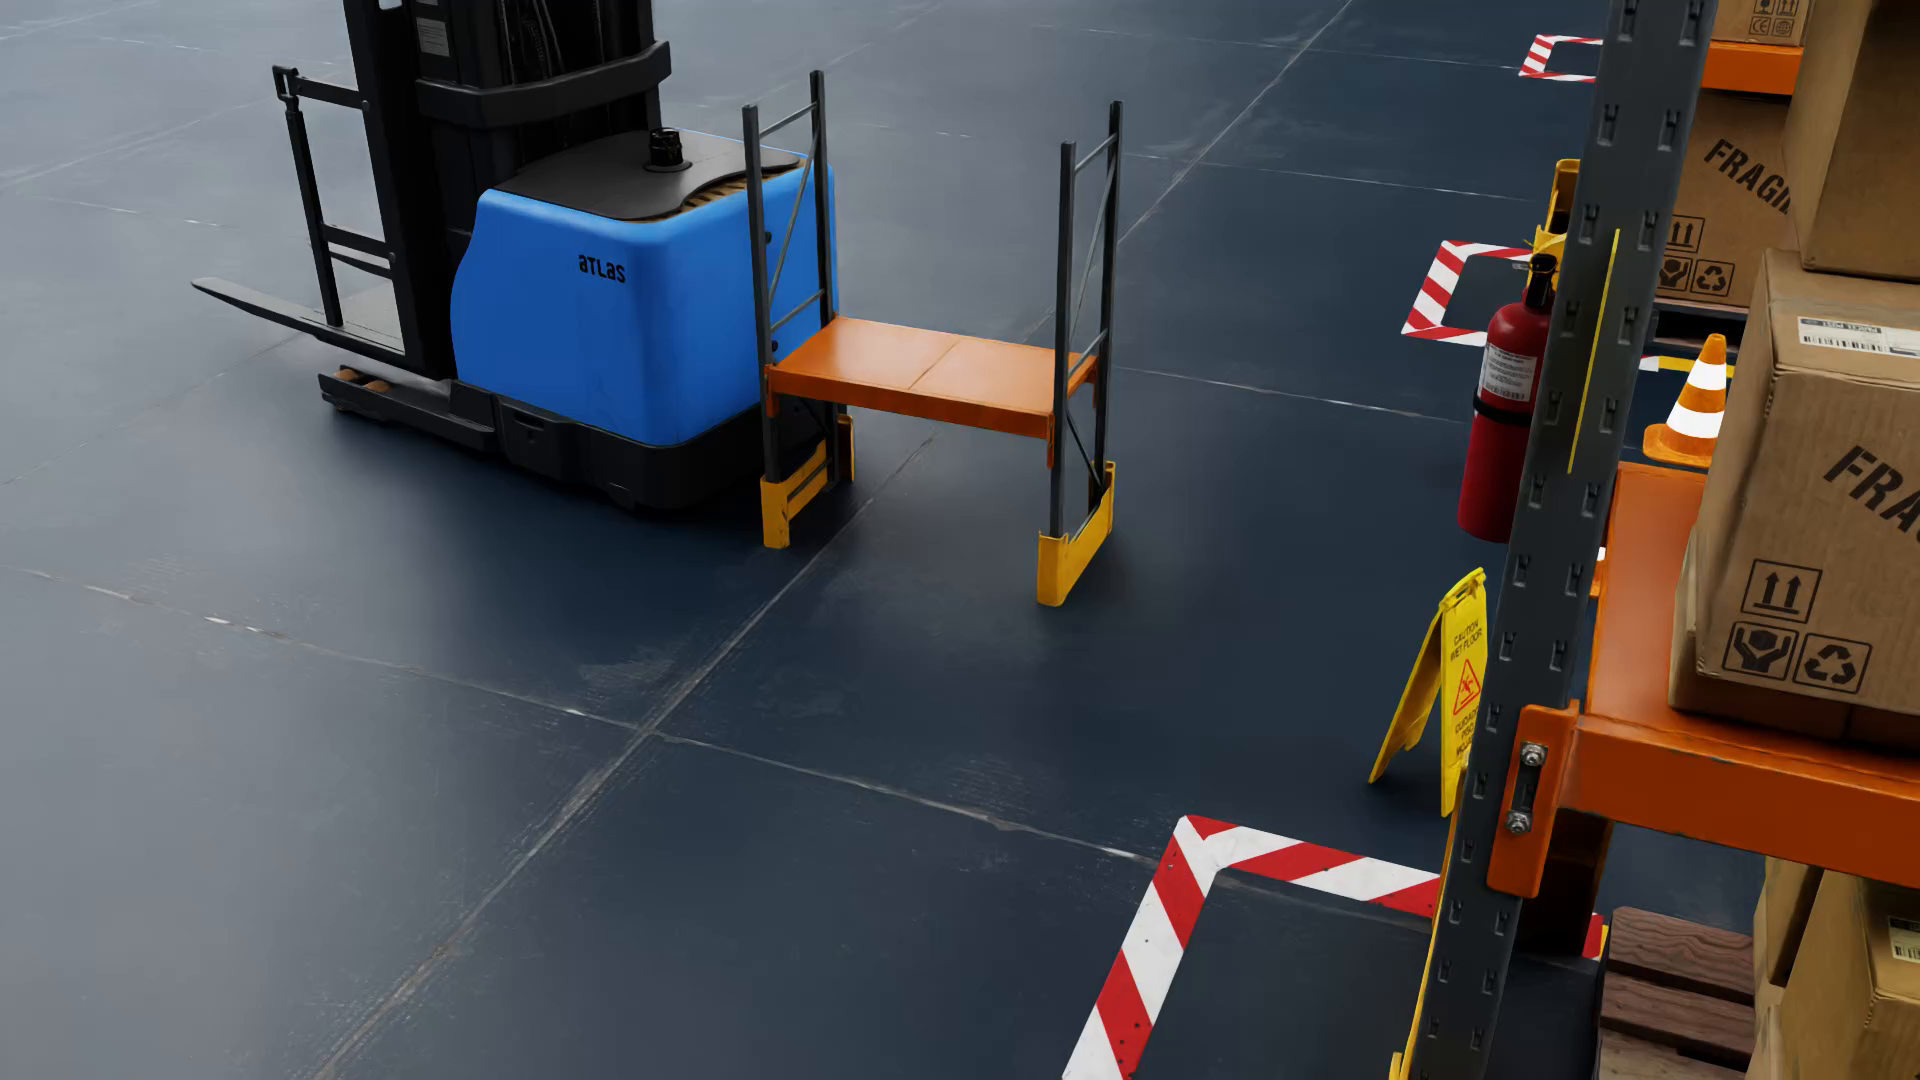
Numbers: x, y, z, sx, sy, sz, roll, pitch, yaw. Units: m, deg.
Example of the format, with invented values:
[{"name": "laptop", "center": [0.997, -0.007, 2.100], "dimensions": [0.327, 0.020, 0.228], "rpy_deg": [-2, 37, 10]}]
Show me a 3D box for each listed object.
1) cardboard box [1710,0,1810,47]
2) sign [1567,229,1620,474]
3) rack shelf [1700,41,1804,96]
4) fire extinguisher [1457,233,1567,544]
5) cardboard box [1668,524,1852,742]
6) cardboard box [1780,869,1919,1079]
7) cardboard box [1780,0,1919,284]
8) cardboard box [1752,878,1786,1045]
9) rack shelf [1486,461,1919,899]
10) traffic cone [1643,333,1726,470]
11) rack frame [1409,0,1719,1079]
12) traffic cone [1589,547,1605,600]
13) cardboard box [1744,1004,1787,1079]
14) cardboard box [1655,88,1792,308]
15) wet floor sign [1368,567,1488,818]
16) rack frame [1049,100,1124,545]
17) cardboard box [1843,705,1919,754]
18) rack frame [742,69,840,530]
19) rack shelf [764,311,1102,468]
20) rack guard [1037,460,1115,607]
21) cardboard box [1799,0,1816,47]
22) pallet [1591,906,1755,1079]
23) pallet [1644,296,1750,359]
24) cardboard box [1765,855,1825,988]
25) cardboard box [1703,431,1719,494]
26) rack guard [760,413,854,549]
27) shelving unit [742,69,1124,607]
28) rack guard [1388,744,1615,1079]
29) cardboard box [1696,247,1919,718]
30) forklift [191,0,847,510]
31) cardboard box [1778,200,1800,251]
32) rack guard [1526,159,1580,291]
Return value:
[{"name": "cardboard box", "center": [3.198, -2.419, 6.829], "dimensions": [0.550, 0.550, 0.875], "rpy_deg": [11, 31, 19]}, {"name": "sign", "center": [0.866, -0.256, 2.274], "dimensions": [0.005, 0.325, 0.100], "rpy_deg": [11, 31, 19]}, {"name": "rack shelf", "center": [4.690, -1.719, 6.473], "dimensions": [4.000, 0.370, 1.077], "rpy_deg": [11, 31, 19]}, {"name": "fire extinguisher", "center": [1.137, -0.324, 3.353], "dimensions": [0.183, 0.674, 0.296], "rpy_deg": [11, 31, 19]}, {"name": "cardboard box", "center": [1.307, 0.141, 2.708], "dimensions": [0.250, 0.149, 0.380], "rpy_deg": [11, 31, 19]}, {"name": "cardboard box", "center": [1.735, 0.841, 2.819], "dimensions": [0.500, 0.500, 0.500], "rpy_deg": [10, 31, 17]}, {"name": "cardboard box", "center": [1.625, -0.739, 2.590], "dimensions": [0.500, 0.500, 0.700], "rpy_deg": [11, 31, 18]}, {"name": "cardboard box", "center": [1.942, 0.919, 3.443], "dimensions": [0.500, 0.250, 0.500], "rpy_deg": [11, 31, 19]}, {"name": "rack shelf", "center": [2.923, 0.557, 2.447], "dimensions": [4.000, 0.370, 1.077], "rpy_deg": [11, 31, 19]}, {"name": "traffic cone", "center": [2.795, -0.552, 6.256], "dimensions": [0.334, 0.463, 0.336], "rpy_deg": [11, 31, 19]}, {"name": "rack frame", "center": [1.070, -0.126, 2.925], "dimensions": [0.127, 3.000, 1.000], "rpy_deg": [11, 31, 19]}, {"name": "traffic cone", "center": [2.055, -0.099, 5.455], "dimensions": [0.334, 0.463, 0.336], "rpy_deg": [11, 31, 19]}, {"name": "cardboard box", "center": [1.713, 1.163, 3.011], "dimensions": [0.500, 0.250, 0.500], "rpy_deg": [11, 31, 19]}, {"name": "cardboard box", "center": [3.490, -1.564, 7.202], "dimensions": [0.875, 0.875, 0.875], "rpy_deg": [11, 31, 19]}, {"name": "wet floor sign", "center": [1.296, 0.376, 4.429], "dimensions": [0.232, 0.644, 0.267], "rpy_deg": [24, 37, 36]}, {"name": "rack frame", "center": [0.392, -0.575, 5.242], "dimensions": [0.032, 1.500, 0.500], "rpy_deg": [11, 31, 19]}, {"name": "cardboard box", "center": [1.546, 0.181, 2.637], "dimensions": [0.250, 0.149, 0.380], "rpy_deg": [12, 32, 20]}, {"name": "rack frame", "center": [-0.550, -0.763, 5.575], "dimensions": [0.032, 1.500, 0.500], "rpy_deg": [11, 31, 19]}, {"name": "rack shelf", "center": [-0.079, -0.512, 5.497], "dimensions": [1.000, 0.185, 0.538], "rpy_deg": [11, 31, 19]}, {"name": "rack guard", "center": [0.391, -0.031, 5.550], "dimensions": [0.087, 0.250, 0.587], "rpy_deg": [11, 31, 19]}, {"name": "cardboard box", "center": [3.716, -2.327, 6.667], "dimensions": [0.550, 0.550, 0.875], "rpy_deg": [11, 31, 19]}, {"name": "pallet", "center": [1.880, 1.268, 3.292], "dimensions": [1.213, 0.211, 1.003], "rpy_deg": [11, 31, 19]}, {"name": "pallet", "center": [3.607, -1.076, 7.438], "dimensions": [1.213, 0.211, 1.003], "rpy_deg": [11, 31, 19]}, {"name": "cardboard box", "center": [1.910, 0.591, 3.262], "dimensions": [0.500, 0.500, 0.500], "rpy_deg": [11, 31, 19]}, {"name": "cardboard box", "center": [1.497, -0.045, 3.037], "dimensions": [0.250, 0.149, 0.380], "rpy_deg": [12, 32, 21]}, {"name": "rack guard", "center": [-0.532, -0.215, 5.876], "dimensions": [0.087, 0.250, 0.587], "rpy_deg": [11, 31, 19]}, {"name": "shelving unit", "center": [-0.071, -0.667, 5.406], "dimensions": [1.083, 1.500, 0.587], "rpy_deg": [11, 31, 19]}, {"name": "rack guard", "center": [1.140, 0.976, 3.515], "dimensions": [0.348, 0.500, 1.175], "rpy_deg": [11, 31, 19]}, {"name": "cardboard box", "center": [1.404, -0.085, 2.448], "dimensions": [0.500, 0.500, 0.500], "rpy_deg": [11, 31, 18]}, {"name": "forklift", "center": [-1.945, -1.931, 6.188], "dimensions": [3.031, 2.935, 1.130], "rpy_deg": [19, 34, 29]}, {"name": "cardboard box", "center": [1.676, -0.324, 2.871], "dimensions": [0.500, 0.500, 0.500], "rpy_deg": [11, 31, 18]}, {"name": "rack guard", "center": [2.815, -1.318, 7.574], "dimensions": [0.348, 0.500, 1.175], "rpy_deg": [11, 31, 19]}]
